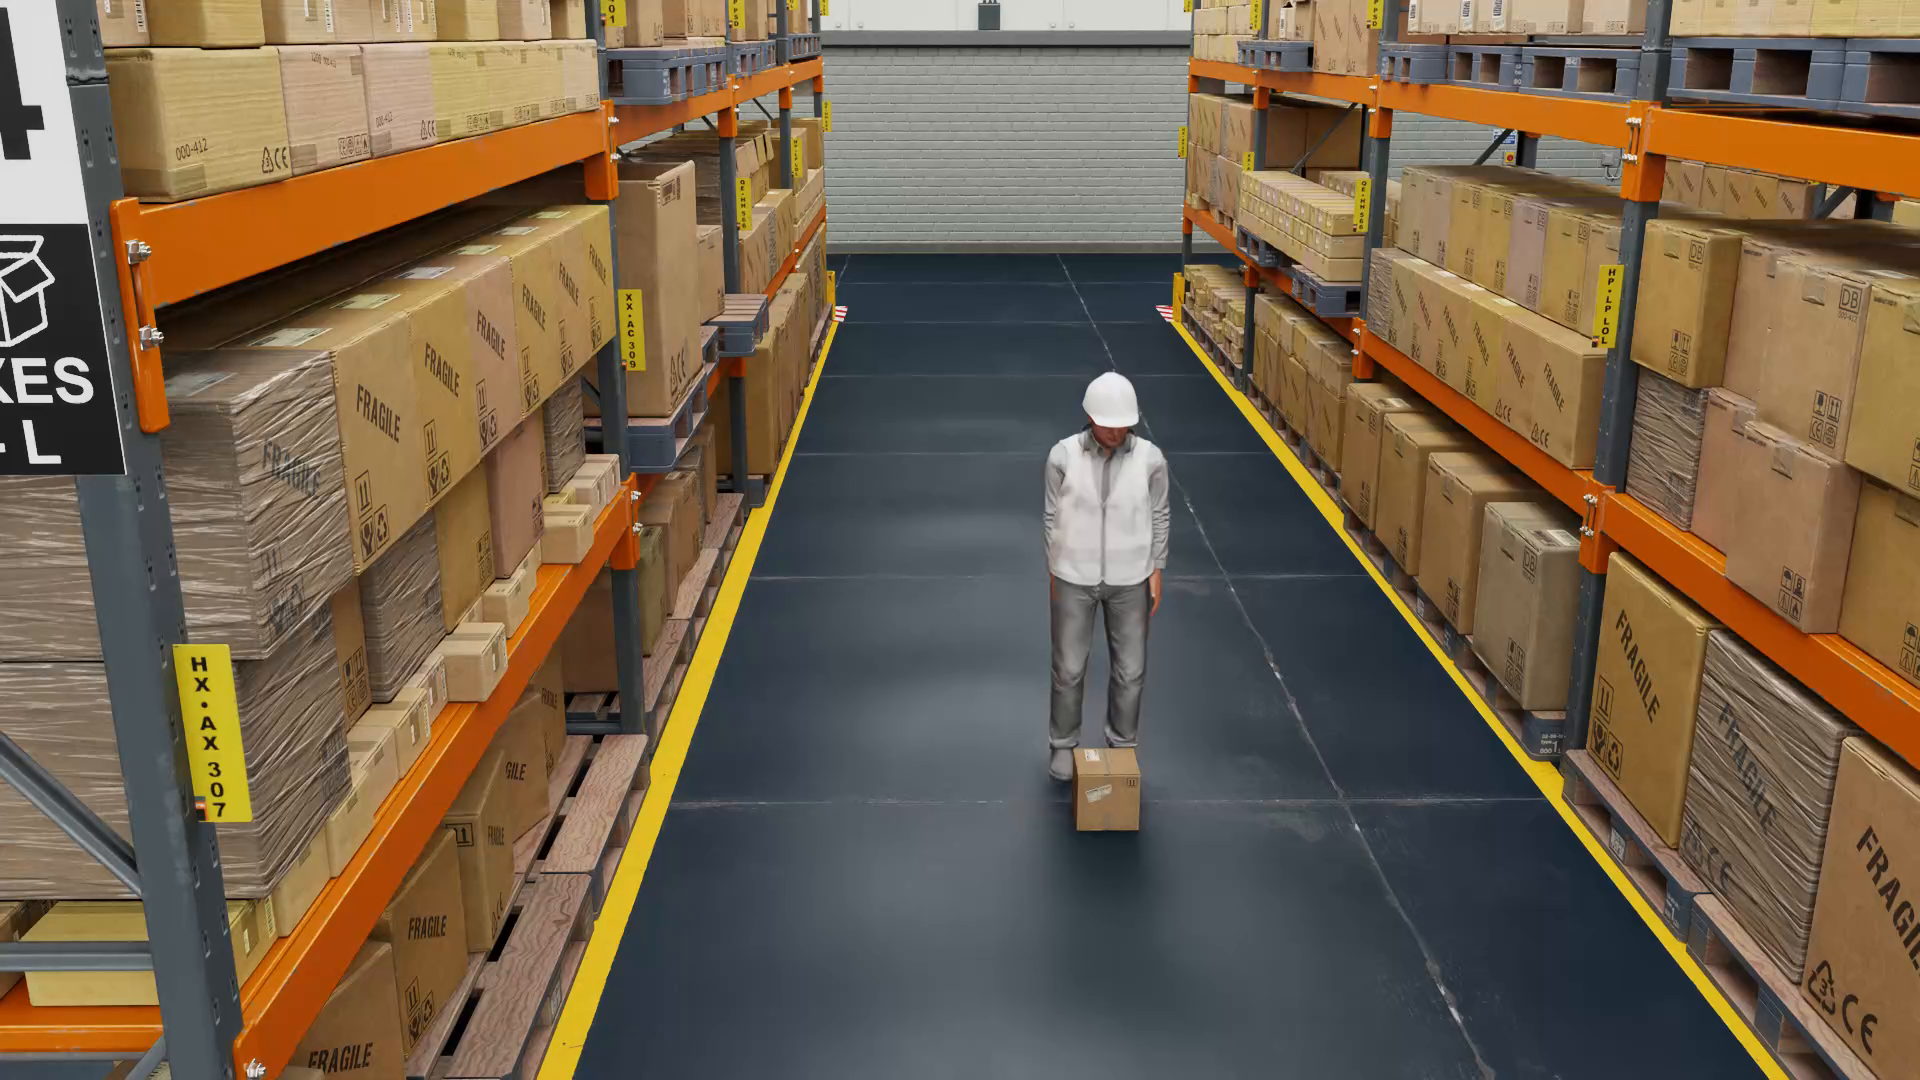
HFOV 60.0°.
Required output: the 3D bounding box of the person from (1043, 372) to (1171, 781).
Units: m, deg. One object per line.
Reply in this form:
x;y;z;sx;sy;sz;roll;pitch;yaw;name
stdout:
0.616;0.155;7.023;0.536;1.762;0.369;0;17;0;person
